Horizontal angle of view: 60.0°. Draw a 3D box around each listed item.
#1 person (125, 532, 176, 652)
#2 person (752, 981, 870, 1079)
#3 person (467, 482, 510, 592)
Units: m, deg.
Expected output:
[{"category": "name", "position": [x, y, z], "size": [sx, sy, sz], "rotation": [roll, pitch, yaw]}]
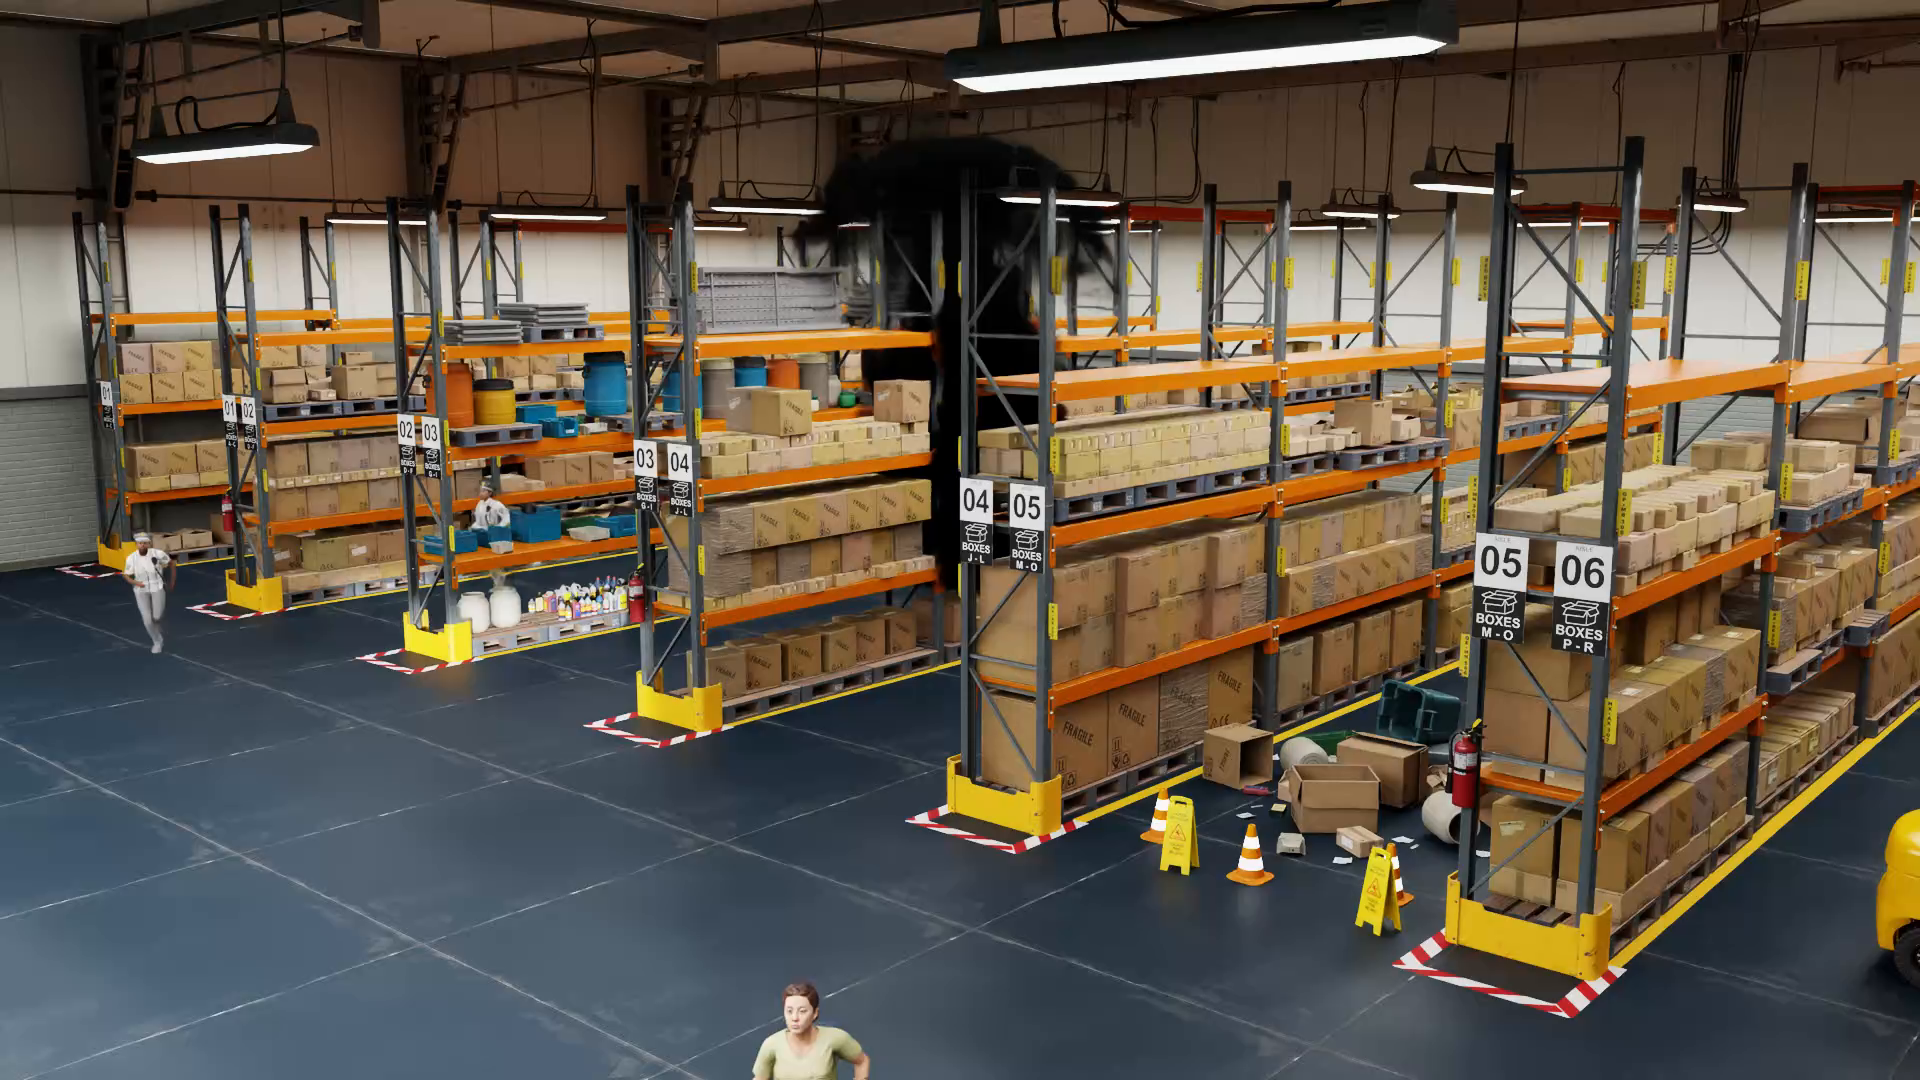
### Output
[{"category": "person", "position": [-10.805, 0.696, 22.225], "size": [0.616, 1.648, 0.613], "rotation": [-4, 10, -24]}, {"category": "person", "position": [-0.759, 3.010, 8.315], "size": [0.590, 1.628, 0.537], "rotation": [0, 9, 2]}, {"category": "person", "position": [-7.022, -0.033, 24.687], "size": [0.589, 1.680, 0.528], "rotation": [6, 11, 33]}]
